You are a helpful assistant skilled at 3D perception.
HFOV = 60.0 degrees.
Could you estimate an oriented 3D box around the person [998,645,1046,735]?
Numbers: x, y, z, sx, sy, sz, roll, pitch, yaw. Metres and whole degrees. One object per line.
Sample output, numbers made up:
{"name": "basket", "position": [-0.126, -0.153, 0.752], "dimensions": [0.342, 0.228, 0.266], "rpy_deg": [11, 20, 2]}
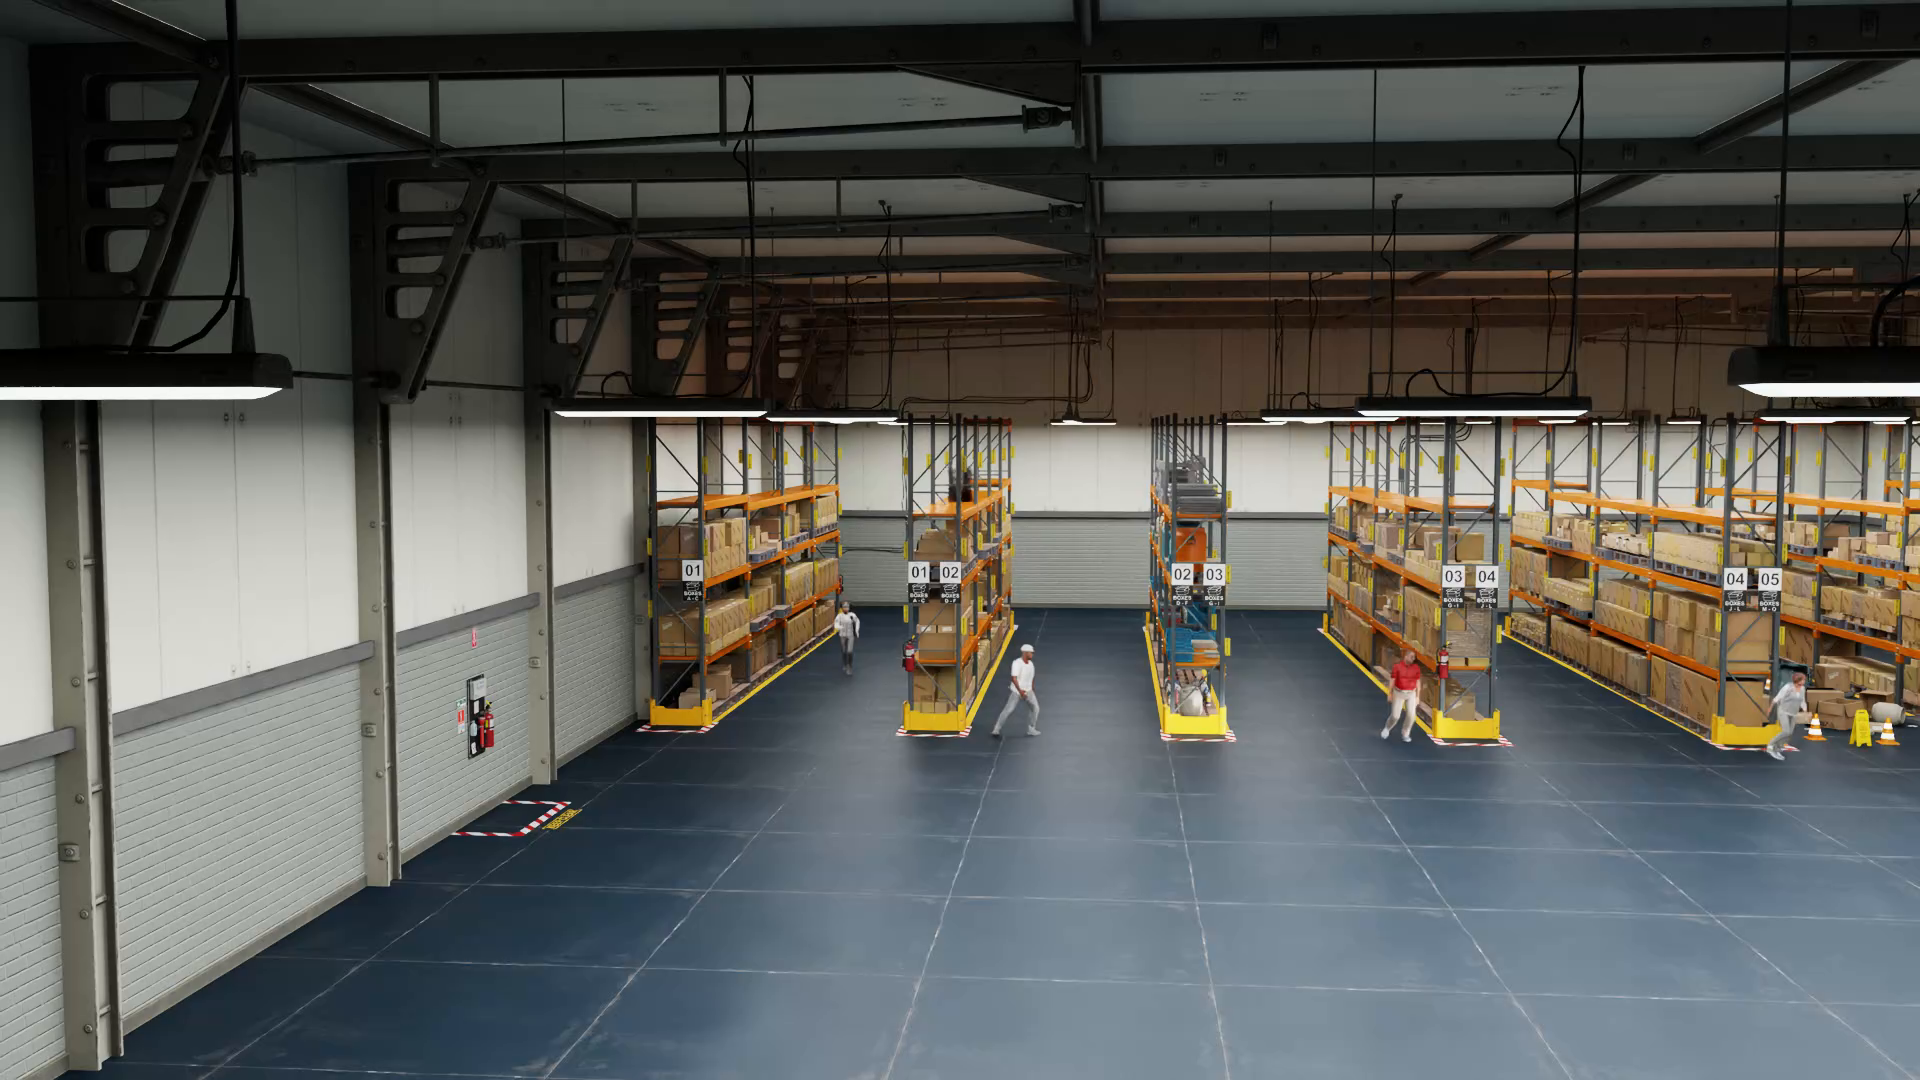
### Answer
{"name": "person", "position": [1.141, 2.791, 30.923], "dimensions": [0.706, 1.695, 0.850], "rpy_deg": [3, 5, 39]}

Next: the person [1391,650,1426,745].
{"name": "person", "position": [8.153, 2.849, 30.173], "dimensions": [0.600, 1.736, 0.520], "rpy_deg": [-1, 4, -14]}

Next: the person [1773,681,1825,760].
{"name": "person", "position": [14.437, 3.091, 28.491], "dimensions": [0.530, 1.423, 0.813], "rpy_deg": [-1, 4, -21]}

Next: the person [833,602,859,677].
{"name": "person", "position": [-2.628, 2.262, 38.473], "dimensions": [0.593, 1.697, 0.916], "rpy_deg": [0, 4, -3]}
